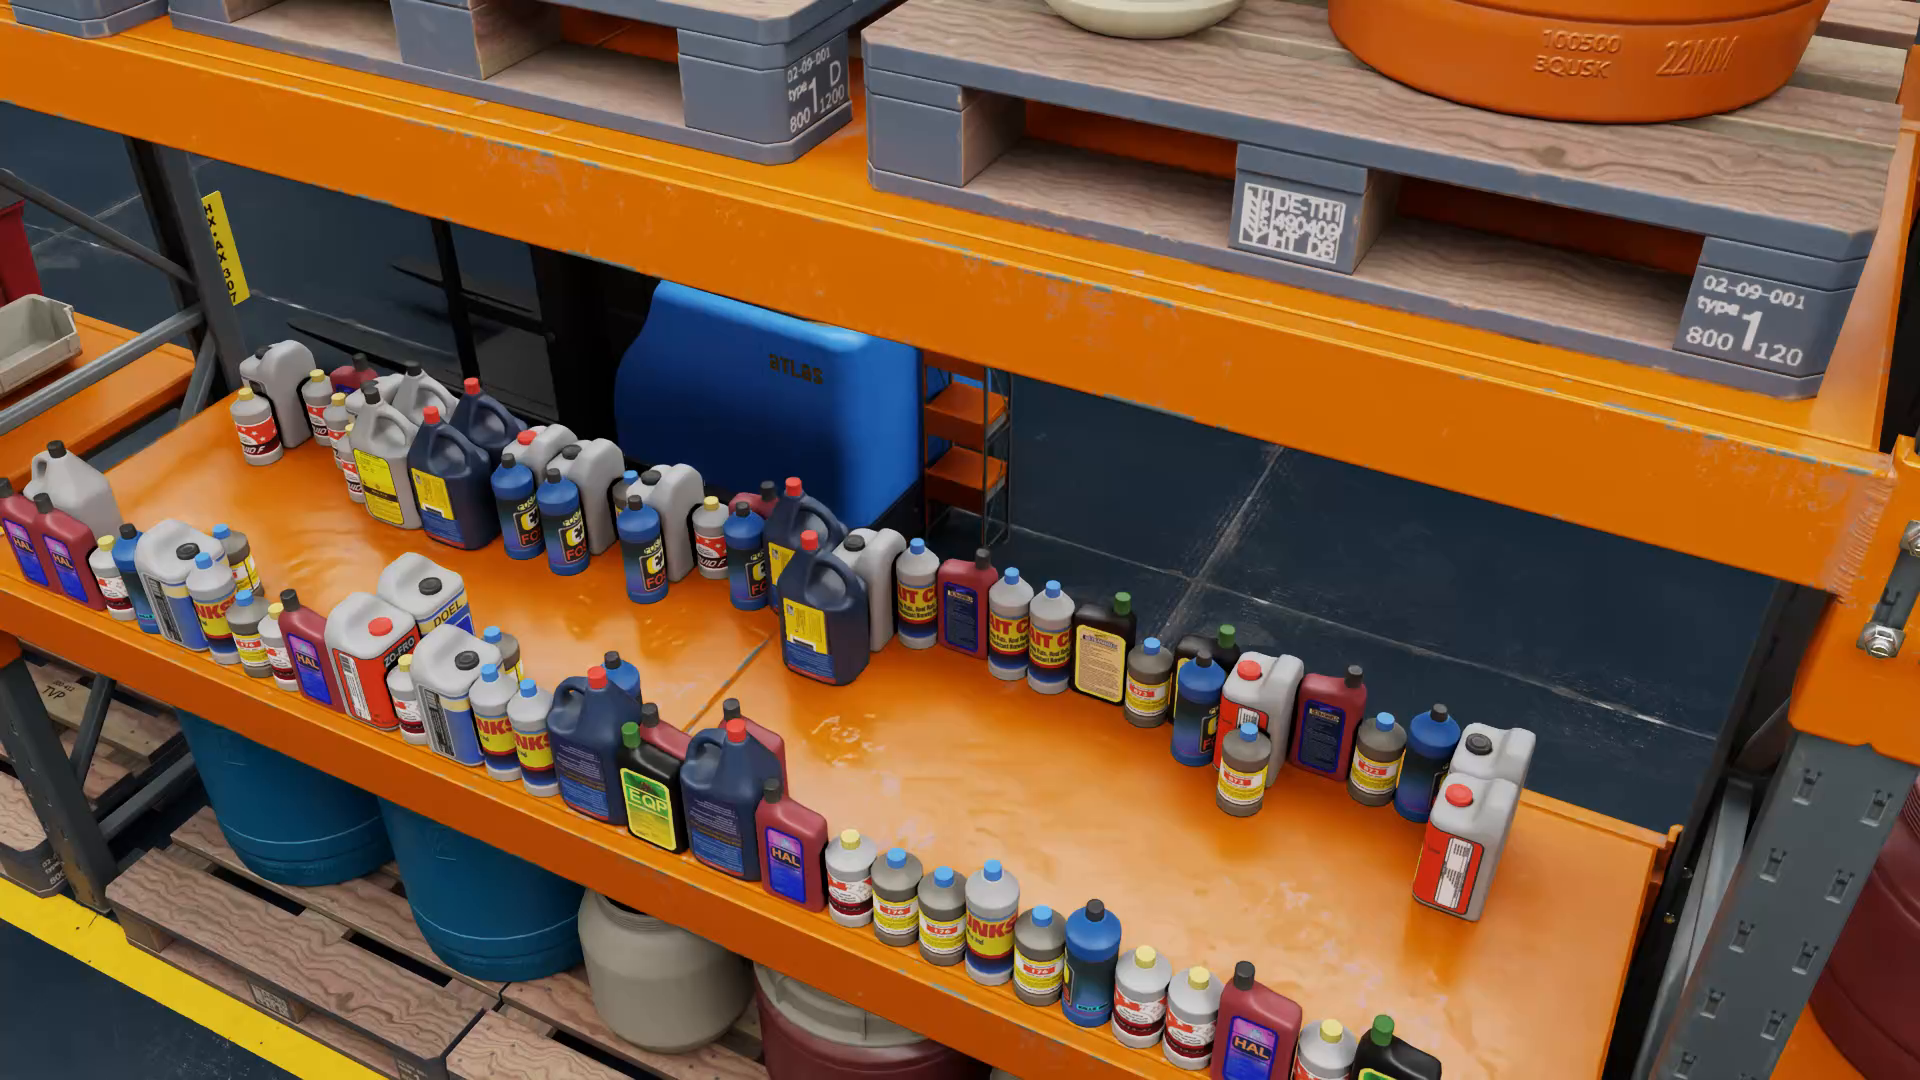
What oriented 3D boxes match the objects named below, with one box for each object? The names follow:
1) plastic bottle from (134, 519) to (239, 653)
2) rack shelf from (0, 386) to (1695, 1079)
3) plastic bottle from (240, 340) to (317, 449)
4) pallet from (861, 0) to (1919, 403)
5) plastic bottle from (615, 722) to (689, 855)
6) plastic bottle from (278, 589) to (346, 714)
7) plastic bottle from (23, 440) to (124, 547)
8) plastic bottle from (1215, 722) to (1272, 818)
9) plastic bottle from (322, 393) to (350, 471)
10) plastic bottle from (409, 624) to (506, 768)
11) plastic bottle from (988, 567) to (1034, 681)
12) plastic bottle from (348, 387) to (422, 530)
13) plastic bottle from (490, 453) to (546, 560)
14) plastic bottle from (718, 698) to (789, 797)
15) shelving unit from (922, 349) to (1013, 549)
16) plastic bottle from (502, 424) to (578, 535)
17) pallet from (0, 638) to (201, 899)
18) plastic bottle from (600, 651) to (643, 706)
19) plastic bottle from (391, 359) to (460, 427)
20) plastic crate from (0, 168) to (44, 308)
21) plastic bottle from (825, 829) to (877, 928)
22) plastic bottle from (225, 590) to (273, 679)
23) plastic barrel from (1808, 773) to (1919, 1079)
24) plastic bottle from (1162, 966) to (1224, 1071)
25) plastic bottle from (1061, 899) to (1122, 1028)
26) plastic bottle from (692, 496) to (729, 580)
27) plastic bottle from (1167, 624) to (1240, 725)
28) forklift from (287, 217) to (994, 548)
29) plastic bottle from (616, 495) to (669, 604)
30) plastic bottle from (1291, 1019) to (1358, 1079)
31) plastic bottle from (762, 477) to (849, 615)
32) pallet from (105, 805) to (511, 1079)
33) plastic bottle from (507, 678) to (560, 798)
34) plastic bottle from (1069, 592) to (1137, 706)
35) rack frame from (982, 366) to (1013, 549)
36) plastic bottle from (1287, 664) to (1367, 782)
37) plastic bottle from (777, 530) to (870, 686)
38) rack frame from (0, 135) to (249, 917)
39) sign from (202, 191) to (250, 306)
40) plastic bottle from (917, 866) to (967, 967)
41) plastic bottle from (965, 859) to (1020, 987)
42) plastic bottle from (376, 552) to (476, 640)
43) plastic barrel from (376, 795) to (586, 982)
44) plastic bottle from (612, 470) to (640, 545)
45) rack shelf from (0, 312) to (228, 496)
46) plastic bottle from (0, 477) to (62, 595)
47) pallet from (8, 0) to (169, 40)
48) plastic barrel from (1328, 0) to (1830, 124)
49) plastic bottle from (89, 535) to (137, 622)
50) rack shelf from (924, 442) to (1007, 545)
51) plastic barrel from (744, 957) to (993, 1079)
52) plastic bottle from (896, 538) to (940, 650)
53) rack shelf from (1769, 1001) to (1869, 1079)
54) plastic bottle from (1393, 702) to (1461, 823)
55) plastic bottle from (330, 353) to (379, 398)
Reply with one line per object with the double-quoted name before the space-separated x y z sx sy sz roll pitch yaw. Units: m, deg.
"plastic bottle" -1.733 0.095 3.747 0.135 0.276 0.152 17 41 21
"rack shelf" -0.518 0.453 3.767 4.000 0.370 1.077 17 41 21
"plastic bottle" -1.796 -0.404 4.404 0.135 0.276 0.152 17 41 21
"pallet" 0.623 -0.662 2.316 1.213 0.211 1.003 17 41 21
"plastic bottle" -0.595 0.480 3.234 0.133 0.283 0.061 17 41 21
"plastic bottle" -1.376 0.235 3.556 0.133 0.283 0.061 17 41 21
"plastic bottle" -2.095 -0.087 3.924 0.185 0.351 0.144 17 41 21
"plastic bottle" 0.570 0.452 3.338 0.097 0.201 0.097 0 37 0
"plastic bottle" -1.590 -0.287 4.311 0.097 0.201 0.097 0 37 0
"plastic bottle" -1.030 0.315 3.456 0.135 0.276 0.152 17 41 21
"plastic bottle" 0.111 0.176 3.643 0.097 0.271 0.097 0 37 0
"plastic bottle" -1.394 -0.212 4.090 0.185 0.351 0.144 17 41 21
"plastic bottle" -1.064 -0.088 3.992 0.097 0.271 0.097 0 37 0
"plastic bottle" -0.410 0.439 3.287 0.133 0.283 0.061 17 41 21
"shelving unit" 0.028 -0.405 5.915 0.252 1.050 0.215 19 41 23
"plastic bottle" -1.023 -0.162 4.085 0.135 0.276 0.152 17 41 21
"pallet" -2.965 0.538 5.367 1.213 0.211 1.003 17 41 21
"plastic bottle" -0.701 0.341 3.427 0.097 0.271 0.097 0 37 0
"plastic bottle" -1.328 -0.290 4.192 0.185 0.351 0.144 17 41 21
"plastic crate" -2.972 -0.822 4.749 0.583 0.464 0.402 17 41 21
"plastic bottle" -0.202 0.623 3.113 0.097 0.201 0.097 0 37 0
"plastic bottle" -1.557 0.199 3.672 0.097 0.201 0.097 0 37 0
"plastic barrel" 1.809 0.635 2.820 0.708 0.536 0.600 17 41 21
"plastic bottle" 0.403 0.812 2.863 0.097 0.201 0.097 0 37 0
"plastic bottle" 0.230 0.730 2.913 0.097 0.271 0.097 0 37 0
"plastic bottle" -0.582 -0.013 3.950 0.097 0.201 0.097 0 37 0
"plastic bottle" 0.513 0.285 3.490 0.133 0.283 0.061 17 41 21
"forklift" -1.403 -1.649 5.998 3.031 2.935 1.130 19 41 23
"plastic bottle" -0.739 0.014 3.857 0.097 0.271 0.097 0 37 0
"plastic bottle" 0.608 0.877 2.779 0.097 0.201 0.097 0 37 0
"plastic bottle" -0.349 0.016 3.788 0.185 0.351 0.144 17 41 21
"pallet" -1.628 0.958 4.813 1.213 0.211 1.003 17 41 21
"plastic bottle" -0.853 0.391 3.360 0.097 0.271 0.097 0 37 0
"plastic bottle" 0.308 0.221 3.575 0.133 0.283 0.061 17 41 21
"rack frame" 0.134 -0.368 5.867 0.008 1.050 0.200 19 41 23
"plastic bottle" 0.751 0.360 3.392 0.133 0.283 0.061 17 41 21
"plastic bottle" -0.300 0.136 3.631 0.185 0.351 0.144 17 41 21
"rack frame" -2.294 -0.389 4.282 0.127 3.000 1.000 17 41 21
"sign" -2.040 -0.794 4.587 0.005 0.325 0.100 17 41 21
"plastic bottle" -0.029 0.677 3.041 0.097 0.201 0.097 0 37 0
"plastic bottle" 0.058 0.676 2.985 0.097 0.271 0.097 0 37 0
"plastic bottle" -1.166 0.169 3.649 0.135 0.276 0.152 17 41 21
"plastic barrel" -1.190 0.636 4.319 0.708 0.901 0.600 17 41 21
"plastic bottle" -0.788 -0.077 4.035 0.097 0.201 0.097 0 37 0
"rack shelf" -4.070 -0.659 5.232 4.000 0.370 1.077 17 41 21
"plastic bottle" -2.165 -0.012 3.881 0.133 0.283 0.061 17 41 21
"pallet" -1.553 -1.343 3.214 1.003 0.211 1.213 17 41 21
"plastic barrel" 0.755 -0.970 1.863 0.708 0.830 0.600 17 41 21
"plastic bottle" -1.936 0.080 3.828 0.097 0.201 0.097 0 37 0
"rack shelf" 0.028 -0.175 6.089 0.240 0.259 0.215 19 41 23
"plastic barrel" -0.187 1.075 4.000 0.708 0.588 0.600 17 41 21
"plastic bottle" -0.094 0.112 3.728 0.097 0.271 0.097 0 37 0
"rack shelf" 3.034 1.565 2.302 4.000 0.370 1.077 17 41 21
"plastic bottle" 0.932 0.433 3.305 0.097 0.271 0.097 0 37 0
"plastic bottle" -1.569 -0.367 4.349 0.133 0.283 0.061 17 41 21
